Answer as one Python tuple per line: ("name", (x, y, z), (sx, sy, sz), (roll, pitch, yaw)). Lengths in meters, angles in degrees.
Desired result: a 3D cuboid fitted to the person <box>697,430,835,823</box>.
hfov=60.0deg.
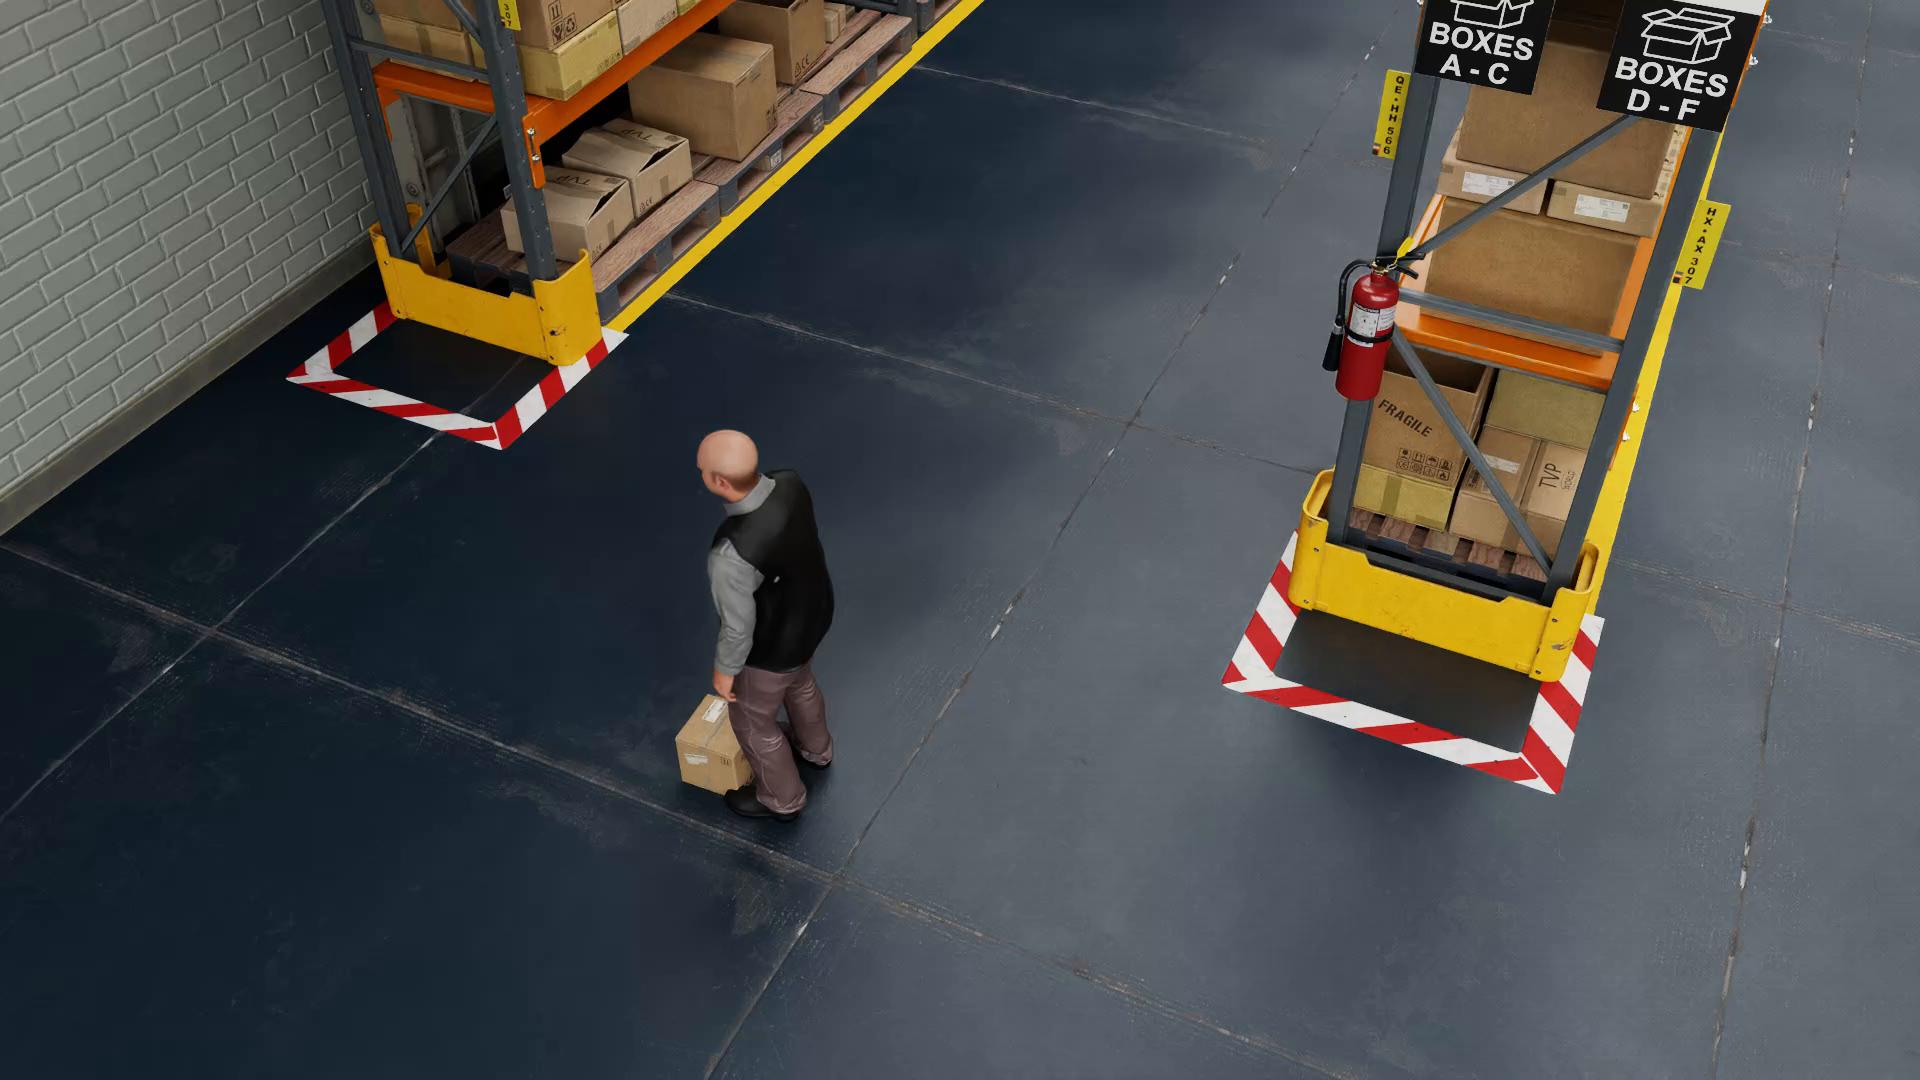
("person", (-0.655, 0.322, 5.816), (0.411, 1.721, 0.589), (16, 44, 17))
